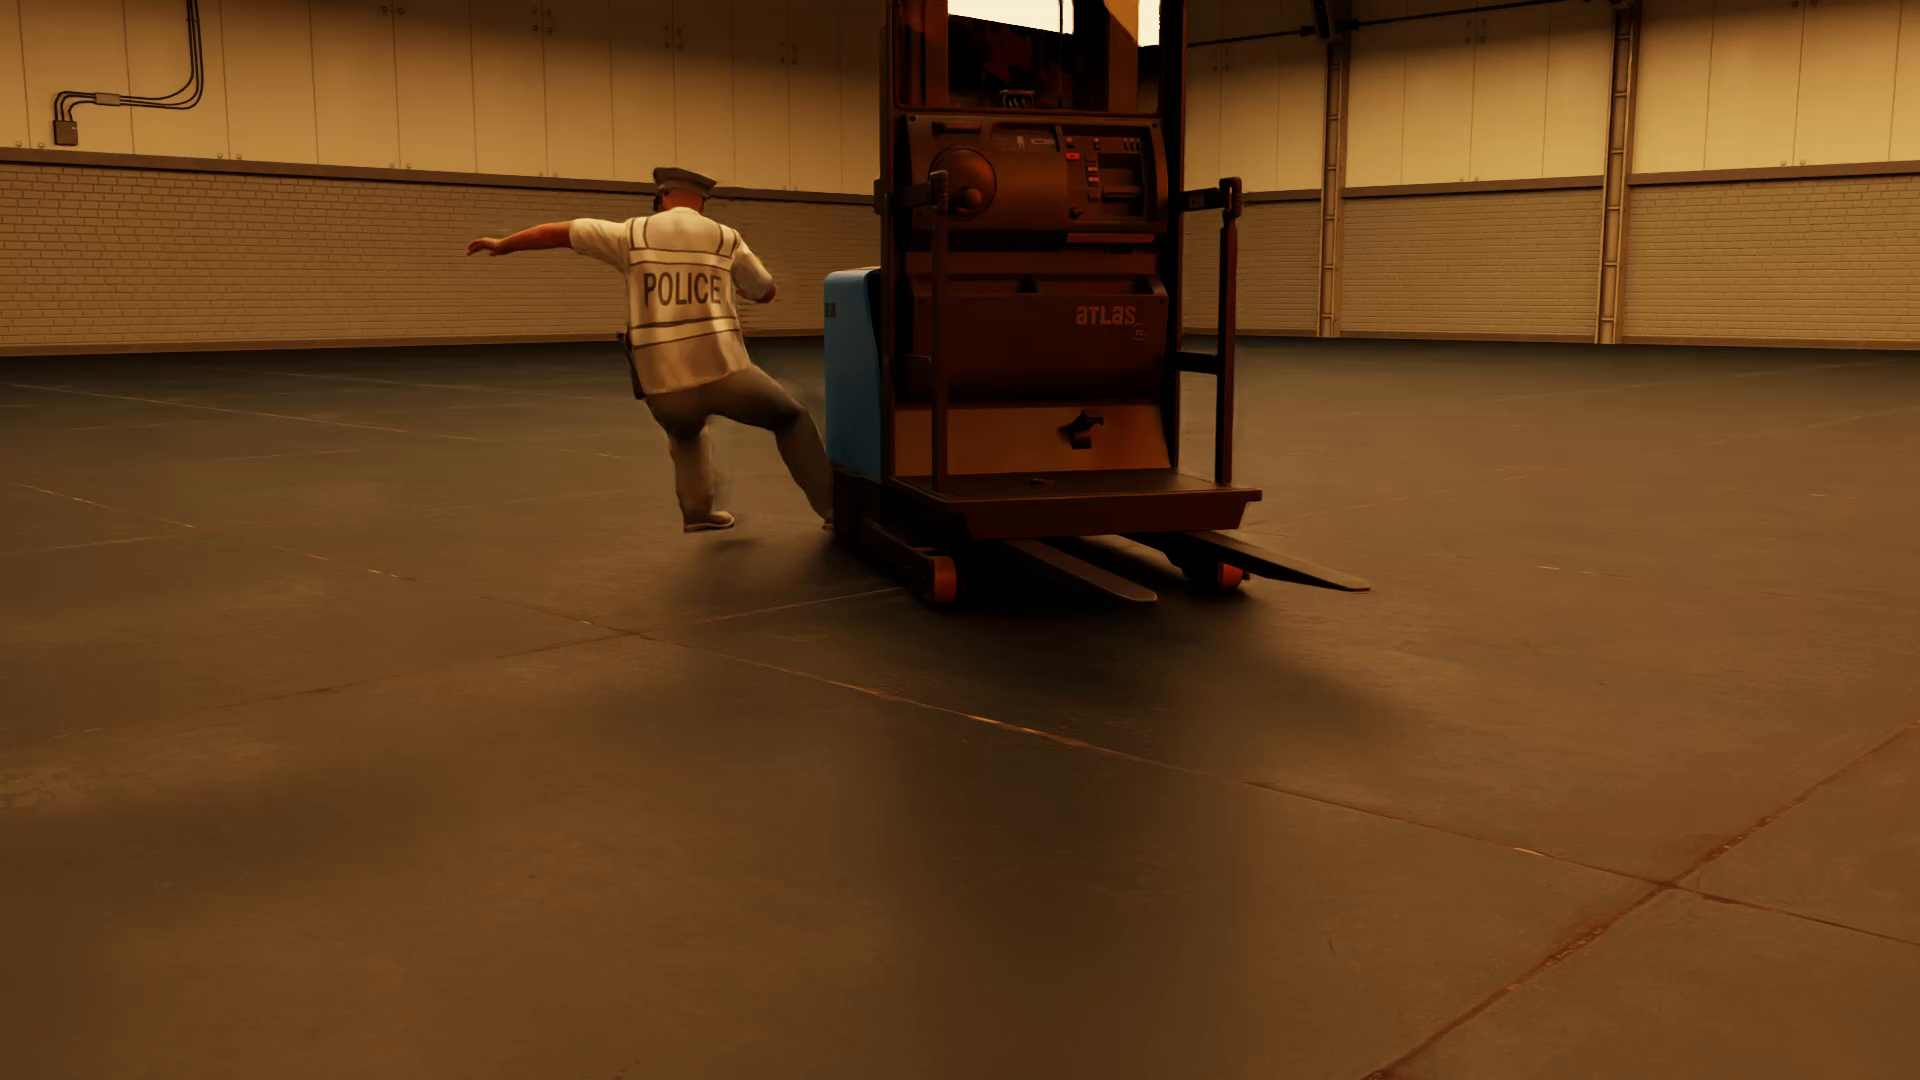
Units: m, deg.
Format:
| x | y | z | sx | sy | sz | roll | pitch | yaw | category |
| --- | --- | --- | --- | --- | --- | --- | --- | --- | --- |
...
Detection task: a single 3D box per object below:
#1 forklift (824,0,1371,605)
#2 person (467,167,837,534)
| x | y | z | sx | sy | sz | roll | pitch | yaw | category |
| --- | --- | --- | --- | --- | --- | --- | --- | --- | --- |
| 0.333 | -1.304 | 5.531 | 1.130 | 2.935 | 3.031 | -3 | 9 | -16 | forklift |
| -1.094 | -0.717 | 6.535 | 1.620 | 1.457 | 0.831 | -2 | 9 | -10 | person |
